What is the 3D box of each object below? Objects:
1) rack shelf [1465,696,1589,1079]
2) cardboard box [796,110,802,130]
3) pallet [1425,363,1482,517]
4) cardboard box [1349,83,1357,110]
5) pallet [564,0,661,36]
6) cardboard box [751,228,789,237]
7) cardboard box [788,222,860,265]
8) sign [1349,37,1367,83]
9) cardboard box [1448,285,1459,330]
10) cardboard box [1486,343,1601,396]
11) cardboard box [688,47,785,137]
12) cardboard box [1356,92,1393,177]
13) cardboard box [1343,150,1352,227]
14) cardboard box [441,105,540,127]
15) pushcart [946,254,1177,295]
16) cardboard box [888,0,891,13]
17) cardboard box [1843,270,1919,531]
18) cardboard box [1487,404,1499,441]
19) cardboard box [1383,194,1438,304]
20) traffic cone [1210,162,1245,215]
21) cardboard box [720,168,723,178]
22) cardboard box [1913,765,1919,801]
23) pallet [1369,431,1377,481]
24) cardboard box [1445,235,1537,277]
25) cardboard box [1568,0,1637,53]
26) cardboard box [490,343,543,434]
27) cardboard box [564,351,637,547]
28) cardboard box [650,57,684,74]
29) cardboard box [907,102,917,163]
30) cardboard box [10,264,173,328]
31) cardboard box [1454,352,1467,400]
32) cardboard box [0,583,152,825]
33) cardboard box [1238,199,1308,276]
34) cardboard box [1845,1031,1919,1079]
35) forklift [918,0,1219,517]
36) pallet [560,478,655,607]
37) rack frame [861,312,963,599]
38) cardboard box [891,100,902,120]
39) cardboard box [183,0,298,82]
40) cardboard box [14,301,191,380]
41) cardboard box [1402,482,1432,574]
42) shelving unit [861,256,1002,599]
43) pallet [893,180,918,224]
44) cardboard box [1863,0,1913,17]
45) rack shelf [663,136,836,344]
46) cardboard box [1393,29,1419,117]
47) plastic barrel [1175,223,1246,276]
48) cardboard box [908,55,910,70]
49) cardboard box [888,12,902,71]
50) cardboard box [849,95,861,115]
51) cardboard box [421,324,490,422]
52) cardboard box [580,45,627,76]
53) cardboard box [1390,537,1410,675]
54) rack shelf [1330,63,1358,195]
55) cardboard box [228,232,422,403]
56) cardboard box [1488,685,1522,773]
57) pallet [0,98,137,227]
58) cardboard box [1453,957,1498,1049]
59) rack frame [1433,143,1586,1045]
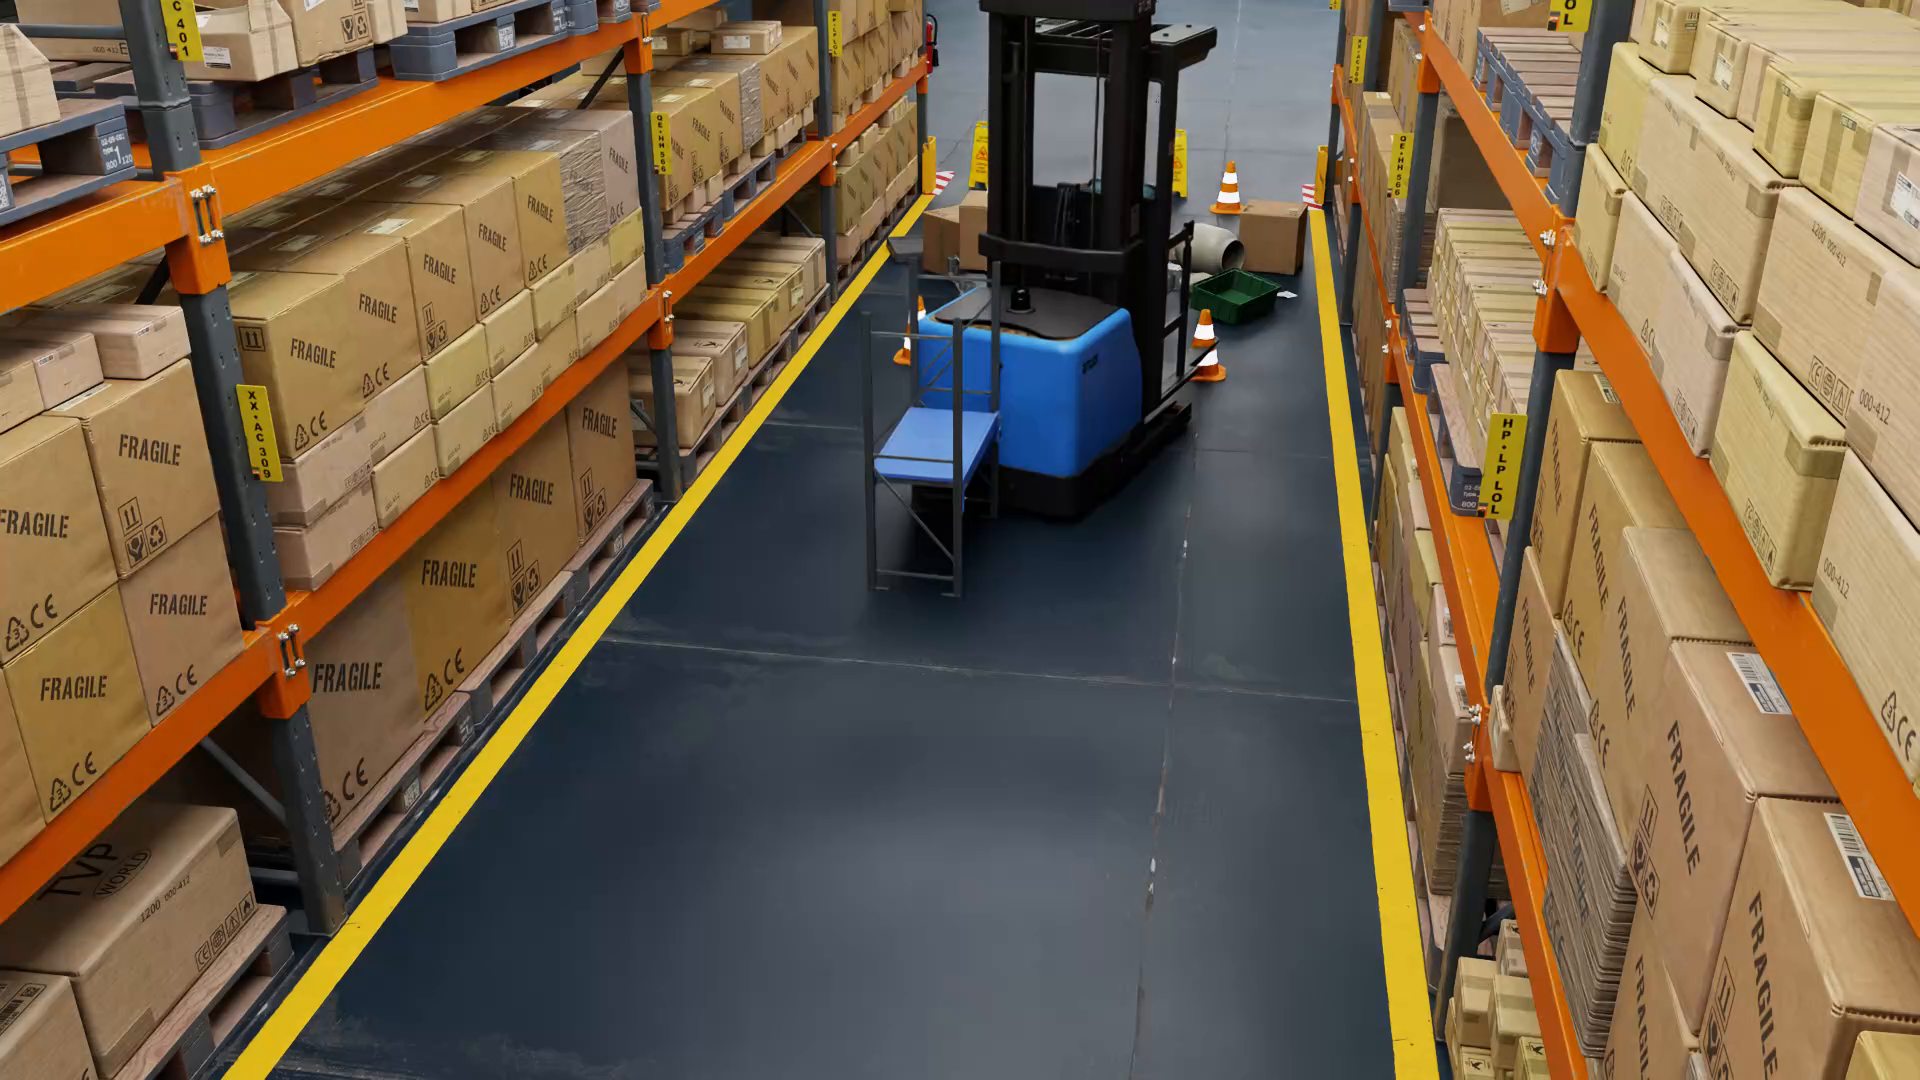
[{"bbox_3d":[1.784,1.513,3.327,1.077,0.370,4.000,4,25,9],"label":"rack shelf"},{"bbox_3d":[-1.354,-3.028,11.983,0.380,0.149,0.250,3,25,7],"label":"cardboard box"},{"bbox_3d":[2.481,-0.404,6.801,1.003,0.211,1.213,4,25,9],"label":"pallet"},{"bbox_3d":[3.726,-3.896,13.857,0.875,0.550,0.500,4,25,9],"label":"cardboard box"},{"bbox_3d":[-2.188,-2.622,7.999,1.213,0.211,1.003,5,26,11],"label":"pallet"},{"bbox_3d":[-1.650,-2.506,13.814,0.500,0.250,0.500,5,26,11],"label":"cardboard box"},{"bbox_3d":[-1.119,-2.468,13.733,0.500,0.250,0.500,3,25,6],"label":"cardboard box"},{"bbox_3d":[2.870,-3.460,11.990,0.100,0.325,0.005,4,25,9],"label":"sign"},{"bbox_3d":[2.364,-1.014,7.327,0.380,0.149,0.250,4,25,9],"label":"cardboard box"},{"bbox_3d":[2.157,-0.609,6.112,0.380,0.149,0.250,3,25,7],"label":"cardboard box"},{"bbox_3d":[-1.501,-3.034,11.229,0.500,0.500,0.500,5,26,10],"label":"cardboard box"},{"bbox_3d":[3.067,-2.839,11.658,0.500,0.500,0.500,4,25,9],"label":"cardboard box"},{"bbox_3d":[3.885,-3.239,14.643,0.875,0.875,0.875,4,25,8],"label":"cardboard box"},{"bbox_3d":[-2.457,-1.931,8.540,0.500,0.500,0.500,3,25,7],"label":"cardboard box"},{"bbox_3d":[0.776,-1.971,13.015,1.648,0.377,0.936,-5,25,-10],"label":"pushcart"},{"bbox_3d":[-0.987,-4.742,14.194,0.700,0.500,0.500,4,25,8],"label":"cardboard box"},{"bbox_3d":[1.450,-0.131,2.041,0.500,0.250,0.500,4,25,9],"label":"cardboard box"},{"bbox_3d":[2.107,-0.369,5.949,0.380,0.149,0.250,3,25,7],"label":"cardboard box"},{"bbox_3d":[2.573,-1.574,8.957,0.500,0.500,0.500,4,25,9],"label":"cardboard box"},{"bbox_3d":[2.584,-3.395,15.957,0.336,0.463,0.334,4,25,9],"label":"traffic cone"},{"bbox_3d":[-1.702,-2.269,10.360,0.380,0.149,0.250,6,26,12],"label":"cardboard box"},{"bbox_3d":[1.347,0.311,1.686,0.500,0.250,0.500,4,25,9],"label":"cardboard box"},{"bbox_3d":[2.968,-0.383,9.820,1.003,0.211,1.213,4,25,9],"label":"pallet"},{"bbox_3d":[2.412,-1.273,7.530,0.380,0.149,0.250,4,25,8],"label":"cardboard box"},{"bbox_3d":[2.493,-1.881,5.575,0.797,0.503,0.637,4,25,8],"label":"cardboard box"},{"bbox_3d":[-2.184,-0.686,7.353,0.500,0.250,0.500,4,25,8],"label":"cardboard box"},{"bbox_3d":[-2.330,-0.567,8.934,0.875,0.875,0.875,4,25,8],"label":"cardboard box"},{"bbox_3d":[-2.090,-2.858,10.854,0.500,0.500,0.500,3,25,6],"label":"cardboard box"},{"bbox_3d":[-0.702,-3.900,15.907,0.500,0.500,0.500,4,25,9],"label":"cardboard box"},{"bbox_3d":[-2.964,-0.652,5.807,0.500,0.500,0.500,5,26,10],"label":"cardboard box"},{"bbox_3d":[2.277,-0.670,6.945,0.380,0.149,0.250,4,25,9],"label":"cardboard box"},{"bbox_3d":[-2.691,0.432,4.670,0.500,0.500,0.500,3,25,7],"label":"cardboard box"},{"bbox_3d":[2.659,-2.584,14.178,0.500,0.500,0.500,8,26,18],"label":"cardboard box"},{"bbox_3d":[1.369,0.971,1.990,0.500,0.500,0.500,3,25,7],"label":"cardboard box"},{"bbox_3d":[0.850,-2.051,10.173,1.130,2.935,3.031,12,28,24],"label":"forklift"},{"bbox_3d":[-2.339,-0.035,9.076,1.003,0.211,1.213,4,25,9],"label":"pallet"},{"bbox_3d":[-0.234,-0.404,8.344,0.500,1.500,0.032,5,26,11],"label":"rack frame"},{"bbox_3d":[-0.740,-3.930,15.207,0.380,0.149,0.250,4,25,9],"label":"cardboard box"},{"bbox_3d":[-2.362,-1.622,5.303,0.396,0.266,0.258,4,25,8],"label":"cardboard box"},{"bbox_3d":[-2.526,-0.591,4.911,0.380,0.149,0.250,4,25,7],"label":"cardboard box"},{"bbox_3d":[2.237,-0.030,7.344,0.500,0.250,0.500,4,25,9],"label":"cardboard box"},{"bbox_3d":[-0.131,-0.615,8.794,0.538,1.500,1.048,5,26,11],"label":"shelving unit"},{"bbox_3d":[-1.008,-3.336,16.129,1.003,0.211,1.213,4,25,9],"label":"pallet"},{"bbox_3d":[2.330,-1.197,3.847,0.380,0.149,0.250,3,25,6],"label":"cardboard box"},{"bbox_3d":[-1.809,-2.133,11.117,1.077,0.370,4.000,4,25,9],"label":"rack shelf"},{"bbox_3d":[3.261,-3.070,10.972,0.700,0.500,0.500,4,25,8],"label":"cardboard box"},{"bbox_3d":[2.090,-2.409,13.896,0.421,0.421,0.512,-20,32,-36],"label":"plastic barrel"},{"bbox_3d":[-0.673,-4.464,15.545,0.380,0.149,0.250,4,25,8],"label":"cardboard box"},{"bbox_3d":[-0.817,-4.484,14.823,0.500,0.500,0.500,4,25,8],"label":"cardboard box"},{"bbox_3d":[-1.036,-3.615,13.730,0.380,0.149,0.250,5,26,10],"label":"cardboard box"},{"bbox_3d":[-2.273,-0.702,6.798,0.500,0.250,0.500,4,25,9],"label":"cardboard box"},{"bbox_3d":[-2.146,-2.990,10.371,0.380,0.149,0.250,3,25,6],"label":"cardboard box"},{"bbox_3d":[2.239,0.324,7.473,0.500,0.500,0.500,3,25,7],"label":"cardboard box"},{"bbox_3d":[3.745,-3.505,14.049,1.077,0.370,4.000,4,25,9],"label":"rack shelf"},{"bbox_3d":[-2.378,-0.826,6.180,0.500,0.500,0.500,4,25,8],"label":"cardboard box"},{"bbox_3d":[1.742,0.561,4.810,0.380,0.149,0.250,5,26,10],"label":"cardboard box"},{"bbox_3d":[-2.933,-0.926,4.257,1.003,0.211,1.213,4,25,9],"label":"pallet"},{"bbox_3d":[1.736,1.447,5.137,0.380,0.149,0.250,5,26,11],"label":"cardboard box"},{"bbox_3d":[2.111,0.351,4.961,1.000,3.000,0.127,4,25,9],"label":"rack frame"}]
